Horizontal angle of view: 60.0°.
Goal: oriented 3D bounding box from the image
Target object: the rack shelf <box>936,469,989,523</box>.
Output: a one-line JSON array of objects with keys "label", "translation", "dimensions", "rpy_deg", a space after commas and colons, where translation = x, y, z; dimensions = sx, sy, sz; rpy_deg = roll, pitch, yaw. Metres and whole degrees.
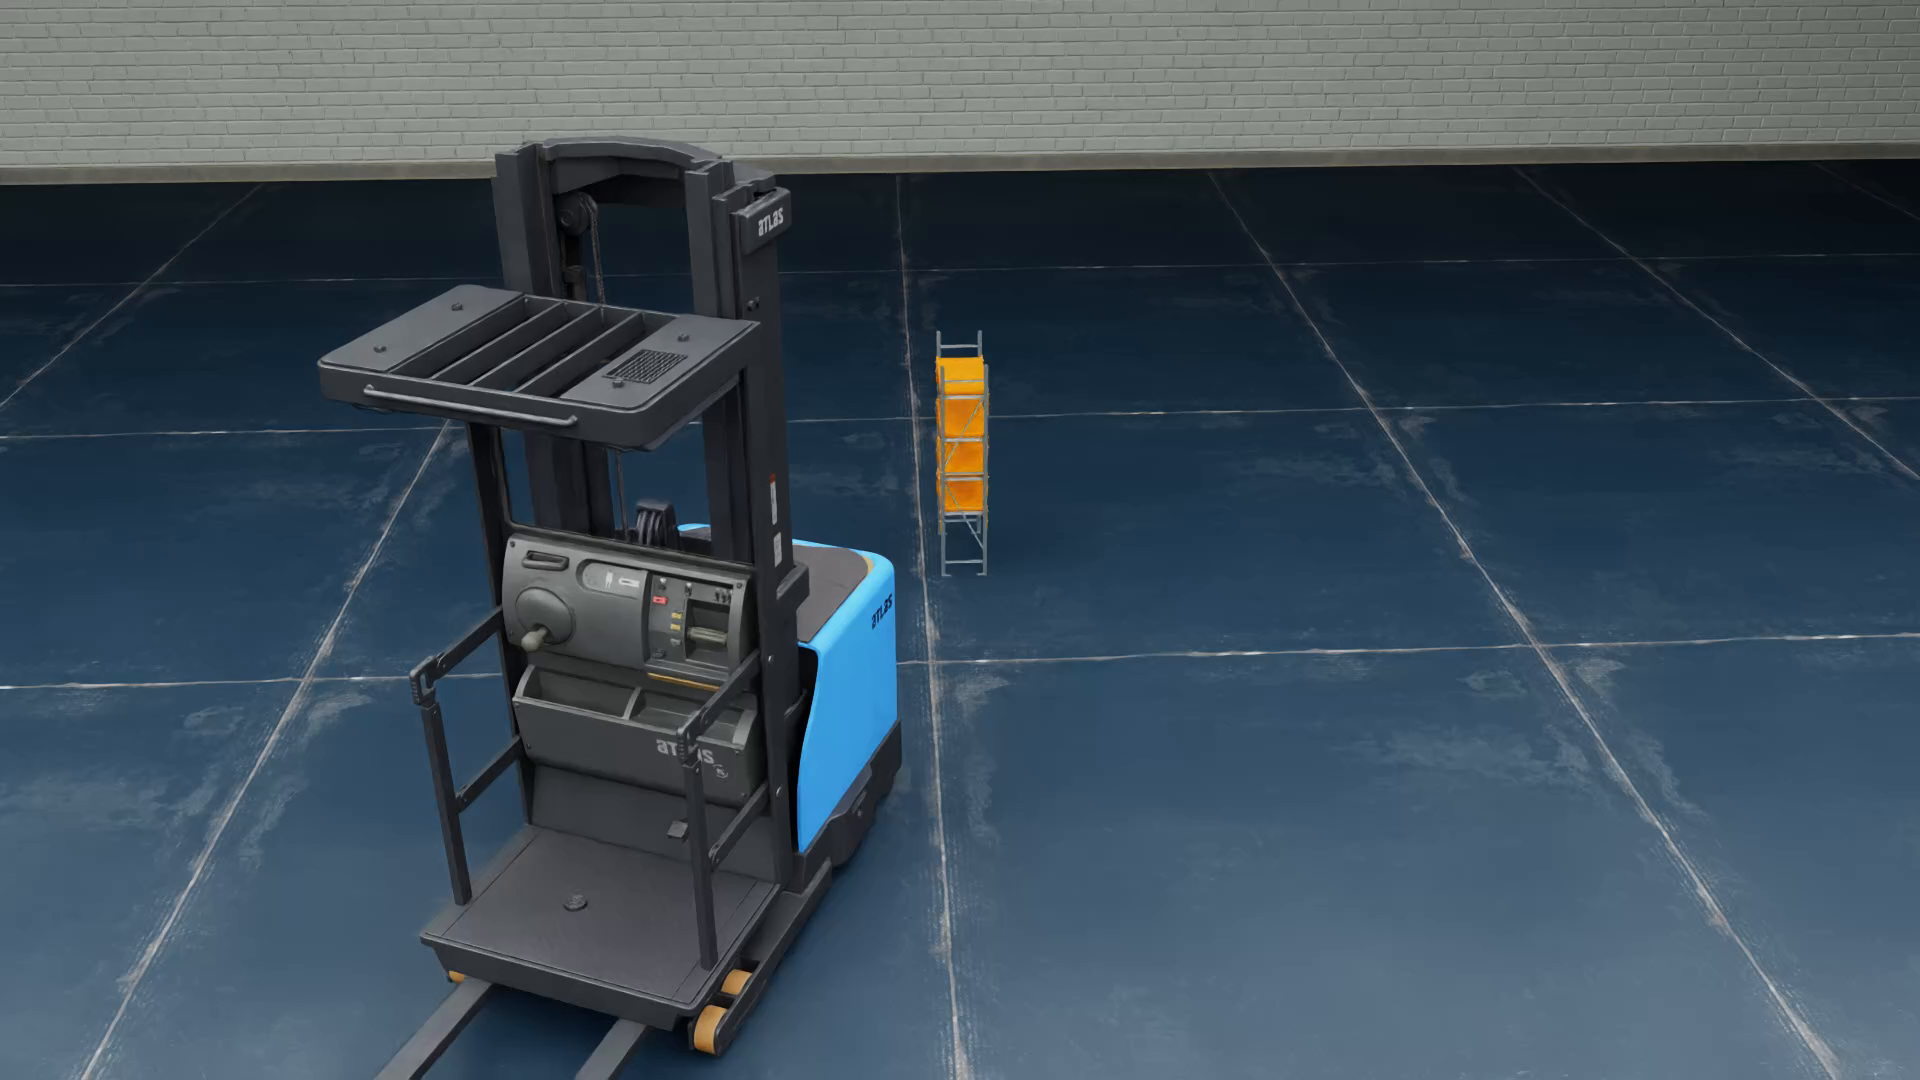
[{"label": "rack shelf", "translation": [0.009, -0.220, 8.949], "dimensions": [0.258, 0.148, 0.480], "rpy_deg": [-1, 28, -3]}]

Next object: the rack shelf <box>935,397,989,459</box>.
[{"label": "rack shelf", "translation": [0.009, -0.594, 8.754], "dimensions": [0.258, 0.148, 0.480], "rpy_deg": [-1, 28, -3]}]

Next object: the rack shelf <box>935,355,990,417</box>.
[{"label": "rack shelf", "translation": [0.009, -0.804, 8.644], "dimensions": [0.258, 0.148, 0.480], "rpy_deg": [-1, 28, -3]}]

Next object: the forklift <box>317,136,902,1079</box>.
[{"label": "forklift", "translation": [-1.231, 0.280, 5.544], "dimensions": [1.130, 2.935, 3.031], "rpy_deg": [9, 29, 17]}]

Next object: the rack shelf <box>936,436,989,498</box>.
[{"label": "rack shelf", "translation": [0.009, -0.396, 8.857], "dimensions": [0.258, 0.148, 0.480], "rpy_deg": [-1, 28, -3]}]

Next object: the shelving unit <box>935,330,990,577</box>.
[{"label": "shelving unit", "translation": [0.009, -0.456, 8.826], "dimensions": [0.258, 1.200, 0.503], "rpy_deg": [-1, 28, -3]}]

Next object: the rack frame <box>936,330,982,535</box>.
[{"label": "rack frame", "translation": [-0.004, -0.568, 9.042], "dimensions": [0.240, 1.200, 0.015], "rpy_deg": [-1, 28, -3]}]

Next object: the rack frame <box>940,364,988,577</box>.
[{"label": "rack frame", "translation": [0.021, -0.343, 8.610], "dimensions": [0.240, 1.200, 0.015], "rpy_deg": [-1, 28, -3]}]
